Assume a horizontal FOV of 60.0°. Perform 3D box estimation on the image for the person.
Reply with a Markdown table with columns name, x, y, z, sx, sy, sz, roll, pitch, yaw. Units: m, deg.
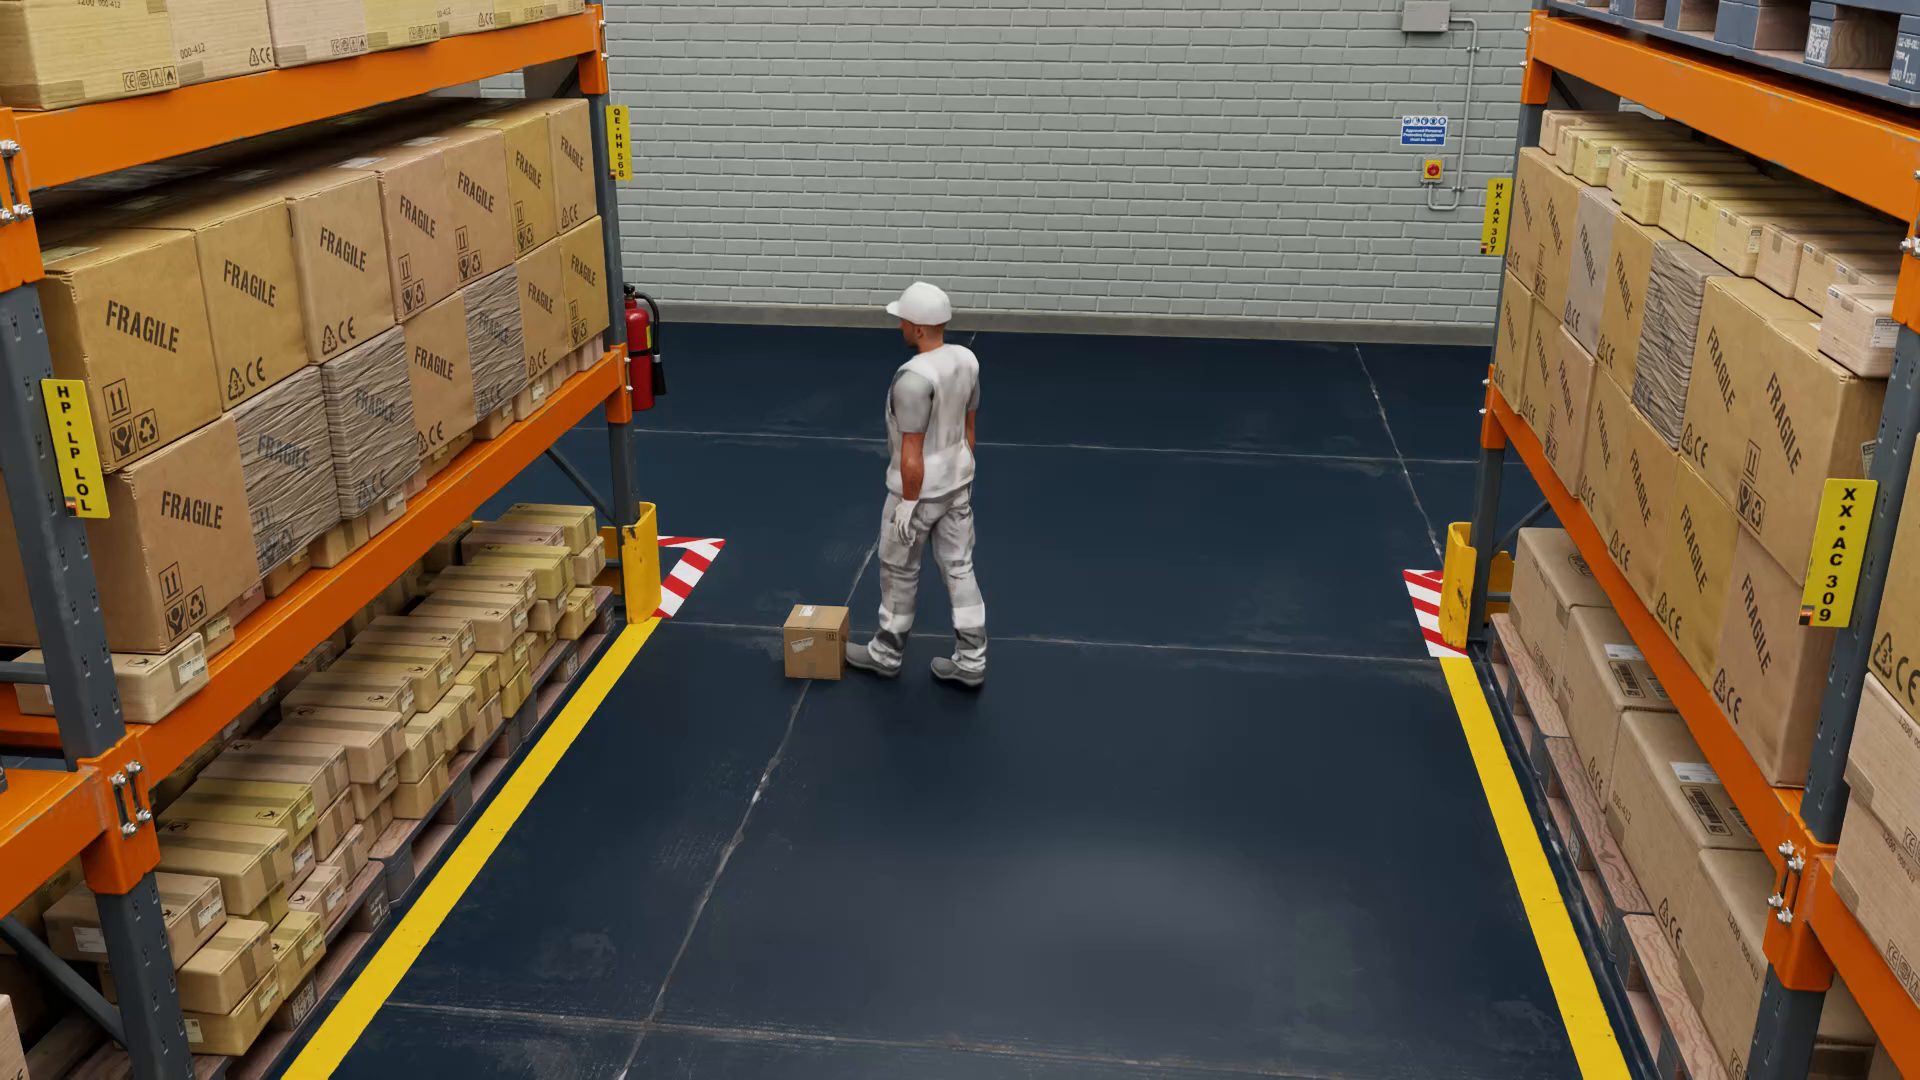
| name | x | y | z | sx | sy | sz | roll | pitch | yaw |
| --- | --- | --- | --- | --- | --- | --- | --- | --- | --- |
| person | -0.195 | -0.235 | 7.141 | 0.687 | 1.790 | 0.546 | 16 | 26 | 36 |
